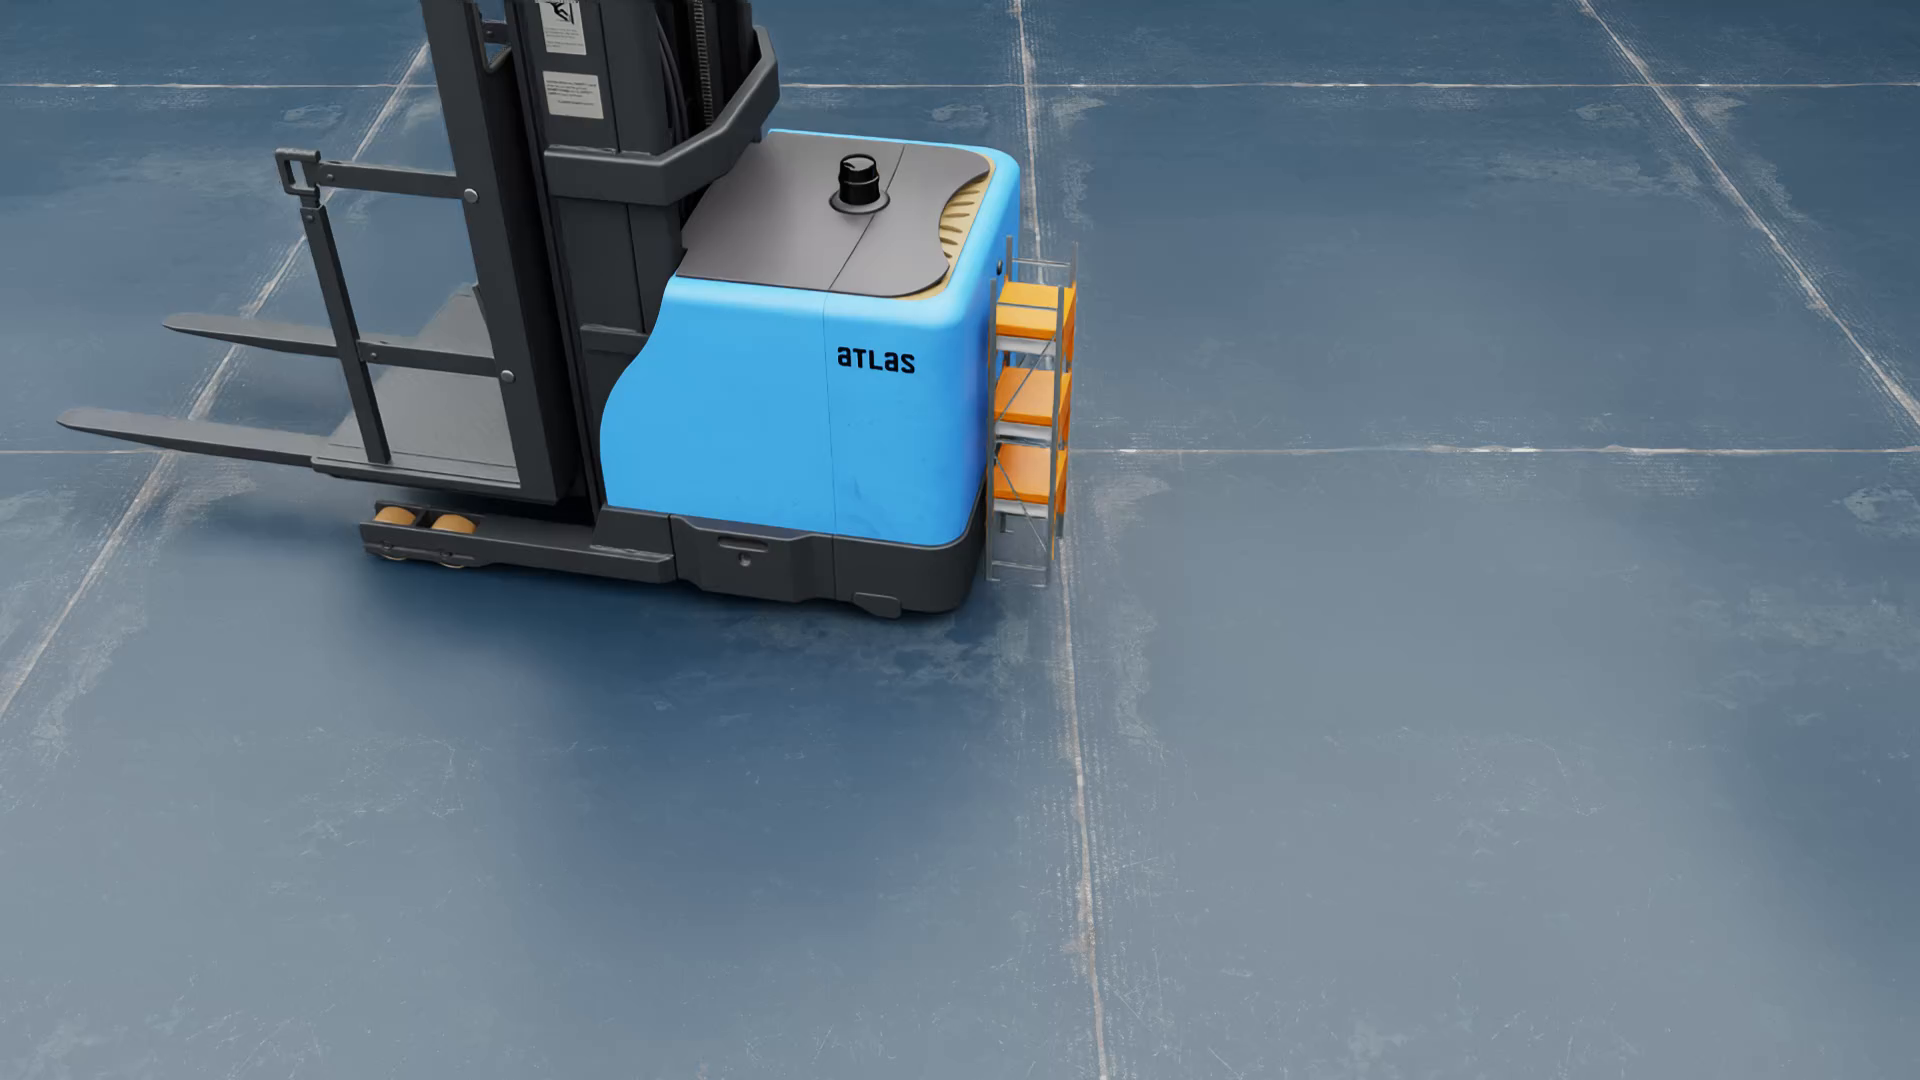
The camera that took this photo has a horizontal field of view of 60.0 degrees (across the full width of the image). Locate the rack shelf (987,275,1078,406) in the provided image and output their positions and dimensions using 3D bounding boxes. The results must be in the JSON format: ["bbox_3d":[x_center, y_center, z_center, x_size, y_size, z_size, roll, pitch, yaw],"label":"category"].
[{"bbox_3d":[0.203,-0.562,4.675,0.215,0.259,0.240,7,39,9],"label":"rack shelf"}]

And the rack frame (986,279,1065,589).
[{"bbox_3d":[0.179,-0.274,4.752,0.200,1.050,0.008,7,39,9],"label":"rack frame"}]

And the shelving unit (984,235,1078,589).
[{"bbox_3d":[0.203,-0.349,4.846,0.215,1.050,0.252,7,39,9],"label":"shelving unit"}]

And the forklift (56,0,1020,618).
[{"bbox_3d":[-1.376,-1.372,4.618,3.031,2.935,1.130,7,39,9],"label":"forklift"}]

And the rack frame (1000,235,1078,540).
[{"bbox_3d":[0.227,-0.424,4.939,0.200,1.050,0.008,7,39,9],"label":"rack frame"}]

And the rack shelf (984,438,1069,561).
[{"bbox_3d":[0.202,-0.124,5.026,0.215,0.259,0.240,7,39,9],"label":"rack shelf"}]

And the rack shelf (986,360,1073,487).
[{"bbox_3d":[0.203,-0.341,4.852,0.215,0.259,0.240,7,39,9],"label":"rack shelf"}]
